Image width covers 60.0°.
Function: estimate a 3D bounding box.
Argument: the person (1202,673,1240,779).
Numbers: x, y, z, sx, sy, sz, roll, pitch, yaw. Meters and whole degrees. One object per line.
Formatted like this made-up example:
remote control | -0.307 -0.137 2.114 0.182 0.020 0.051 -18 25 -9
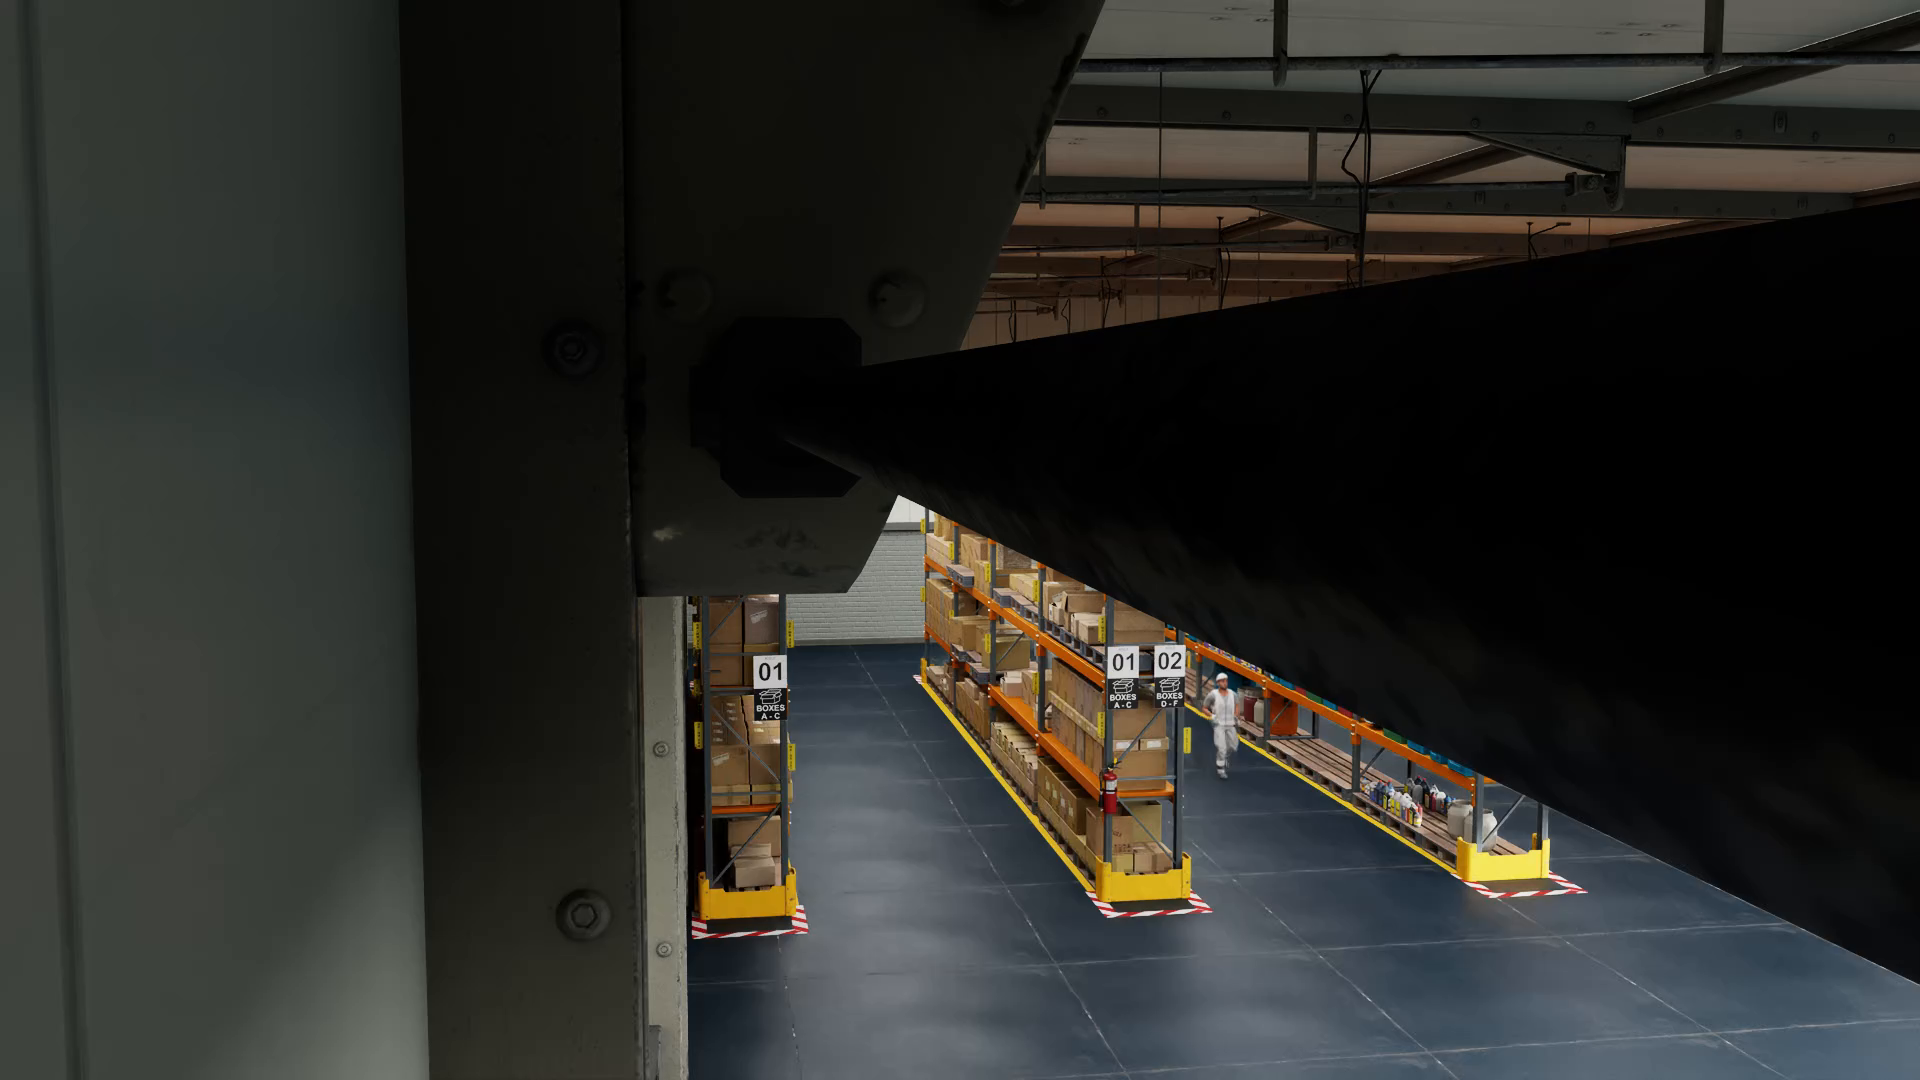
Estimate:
person | 4.326 3.055 27.370 0.652 1.738 0.615 -1 5 -13
